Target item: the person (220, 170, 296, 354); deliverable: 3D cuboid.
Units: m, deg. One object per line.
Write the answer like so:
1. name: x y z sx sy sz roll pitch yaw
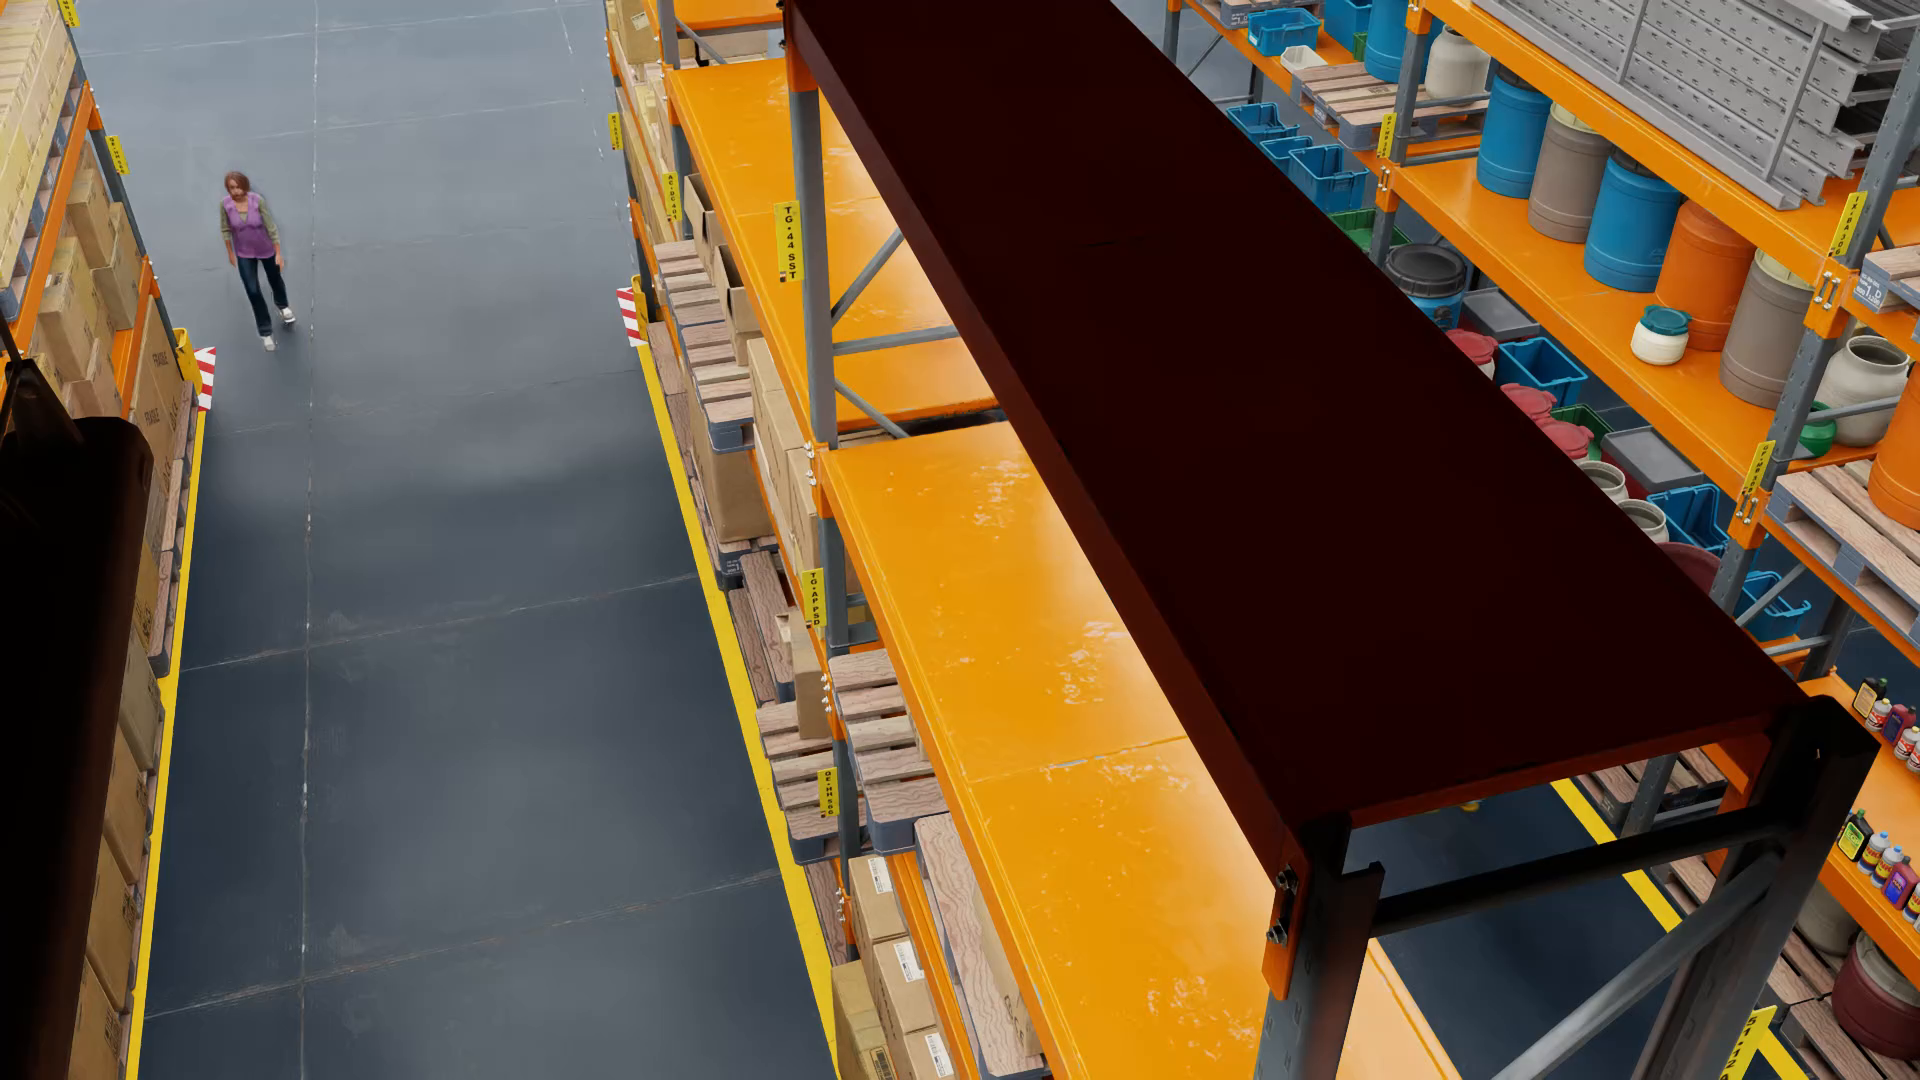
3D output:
1. person: -6.235 -2.516 14.741 0.486 1.617 0.708 -9 39 -12

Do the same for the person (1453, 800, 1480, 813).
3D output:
1. person: 2.906 1.033 9.993 0.687 1.747 0.687 29 47 32
